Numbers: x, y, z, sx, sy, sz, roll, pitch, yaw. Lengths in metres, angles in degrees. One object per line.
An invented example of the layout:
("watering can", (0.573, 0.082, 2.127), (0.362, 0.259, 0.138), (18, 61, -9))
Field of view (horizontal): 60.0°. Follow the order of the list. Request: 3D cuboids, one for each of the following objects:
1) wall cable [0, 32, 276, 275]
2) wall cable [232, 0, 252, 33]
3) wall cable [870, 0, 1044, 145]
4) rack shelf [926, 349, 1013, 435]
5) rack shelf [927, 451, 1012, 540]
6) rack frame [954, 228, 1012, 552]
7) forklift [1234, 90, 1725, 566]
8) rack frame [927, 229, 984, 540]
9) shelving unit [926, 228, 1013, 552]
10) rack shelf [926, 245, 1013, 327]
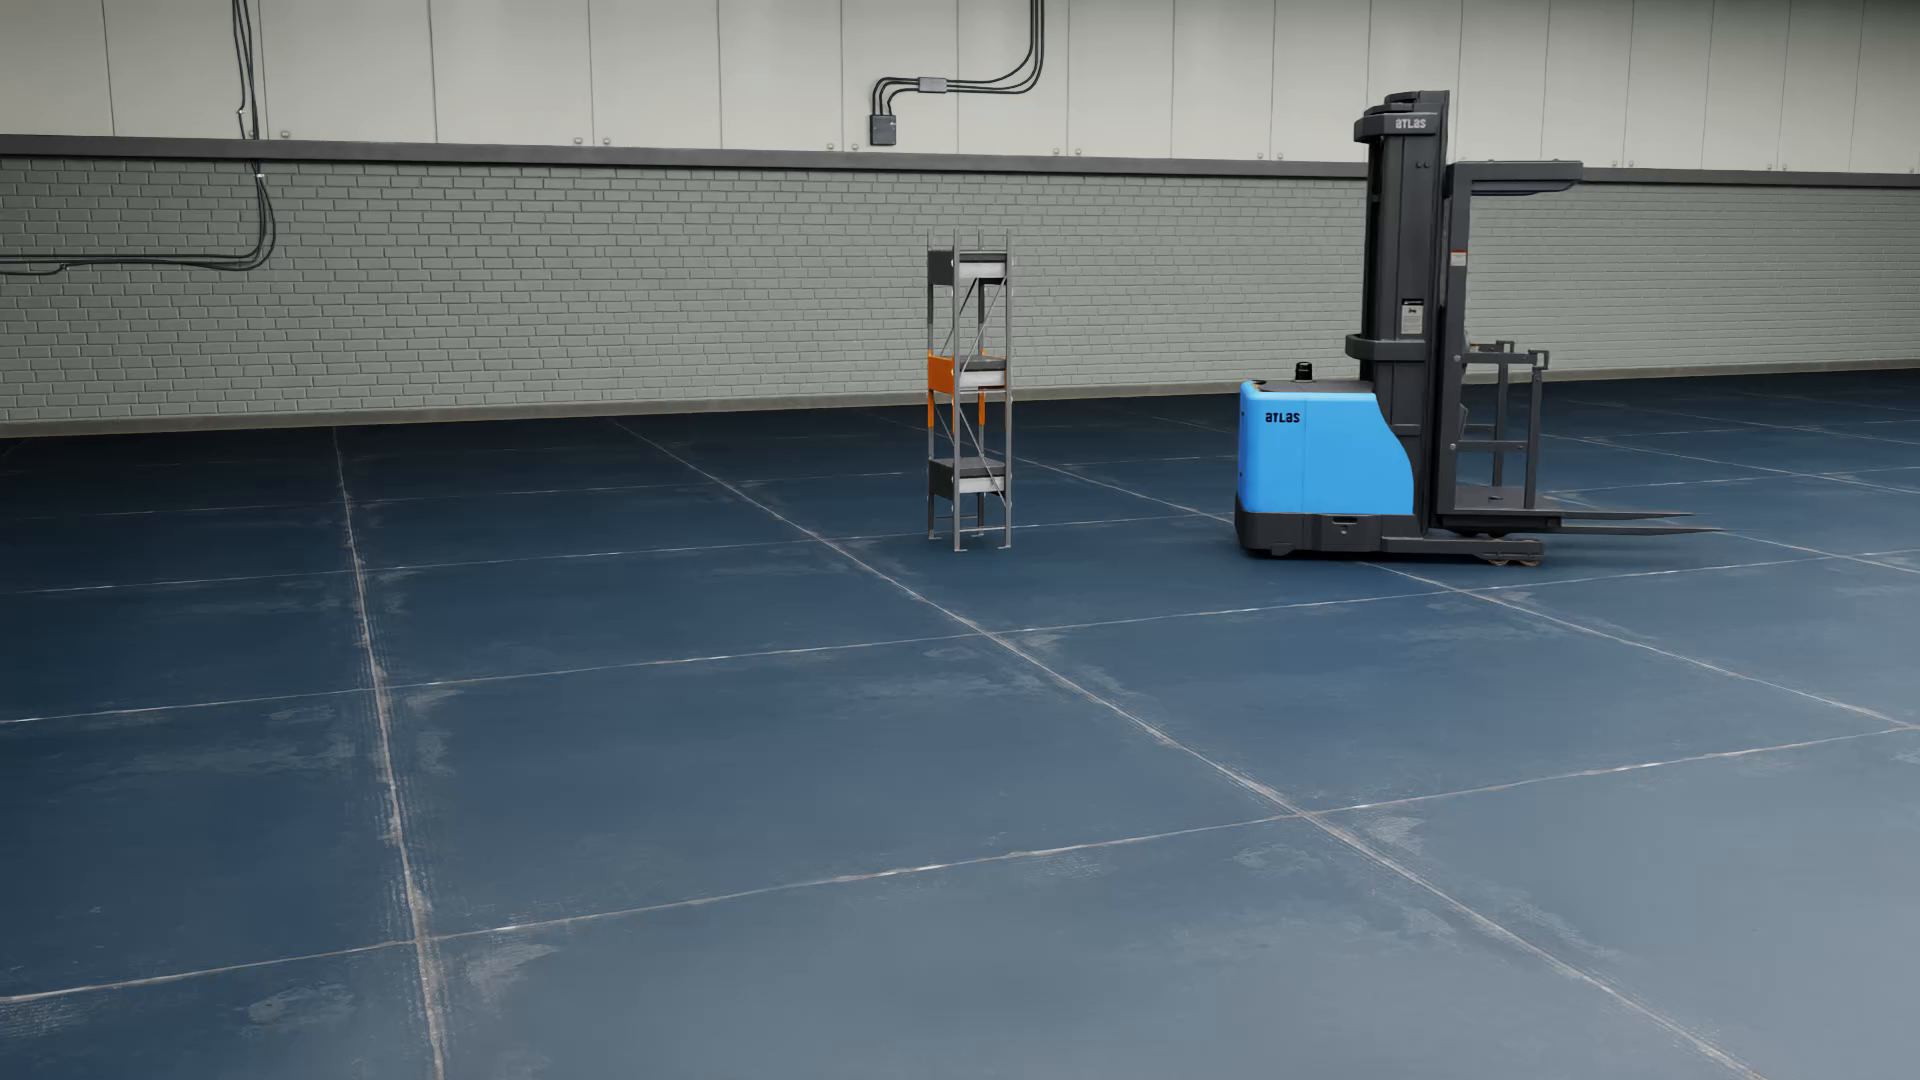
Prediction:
("wall cable", (-8.853, -4.046, 17.337), (3.097, 2.526, 0.112), (-4, 11, -21))
("wall cable", (-6.332, -6.704, 17.860), (3.097, 2.526, 0.112), (-4, 11, -21))
("wall cable", (0.001, -7.849, 20.140), (2.305, 6.003, 0.169), (-4, 11, -21))
("rack shelf", (0.060, -0.993, 11.087), (0.431, 0.518, 0.480), (-4, 11, -21))
("rack shelf", (0.060, -0.304, 11.209), (0.431, 0.518, 0.480), (-4, 11, -21))
("rack frame", (0.148, -0.967, 10.860), (0.400, 2.100, 0.015), (-4, 11, -21))
("forklift", (3.376, -1.377, 10.794), (3.031, 2.935, 1.130), (1, 10, 6))
("rack frame", (-0.028, -1.047, 11.308), (0.400, 2.100, 0.015), (-4, 11, -21))
("shelving unit", (0.060, -1.007, 11.084), (0.431, 2.100, 0.503), (-4, 11, -21))
("rack shelf", (0.060, -1.683, 10.964), (0.431, 0.518, 0.480), (-4, 11, -21))
